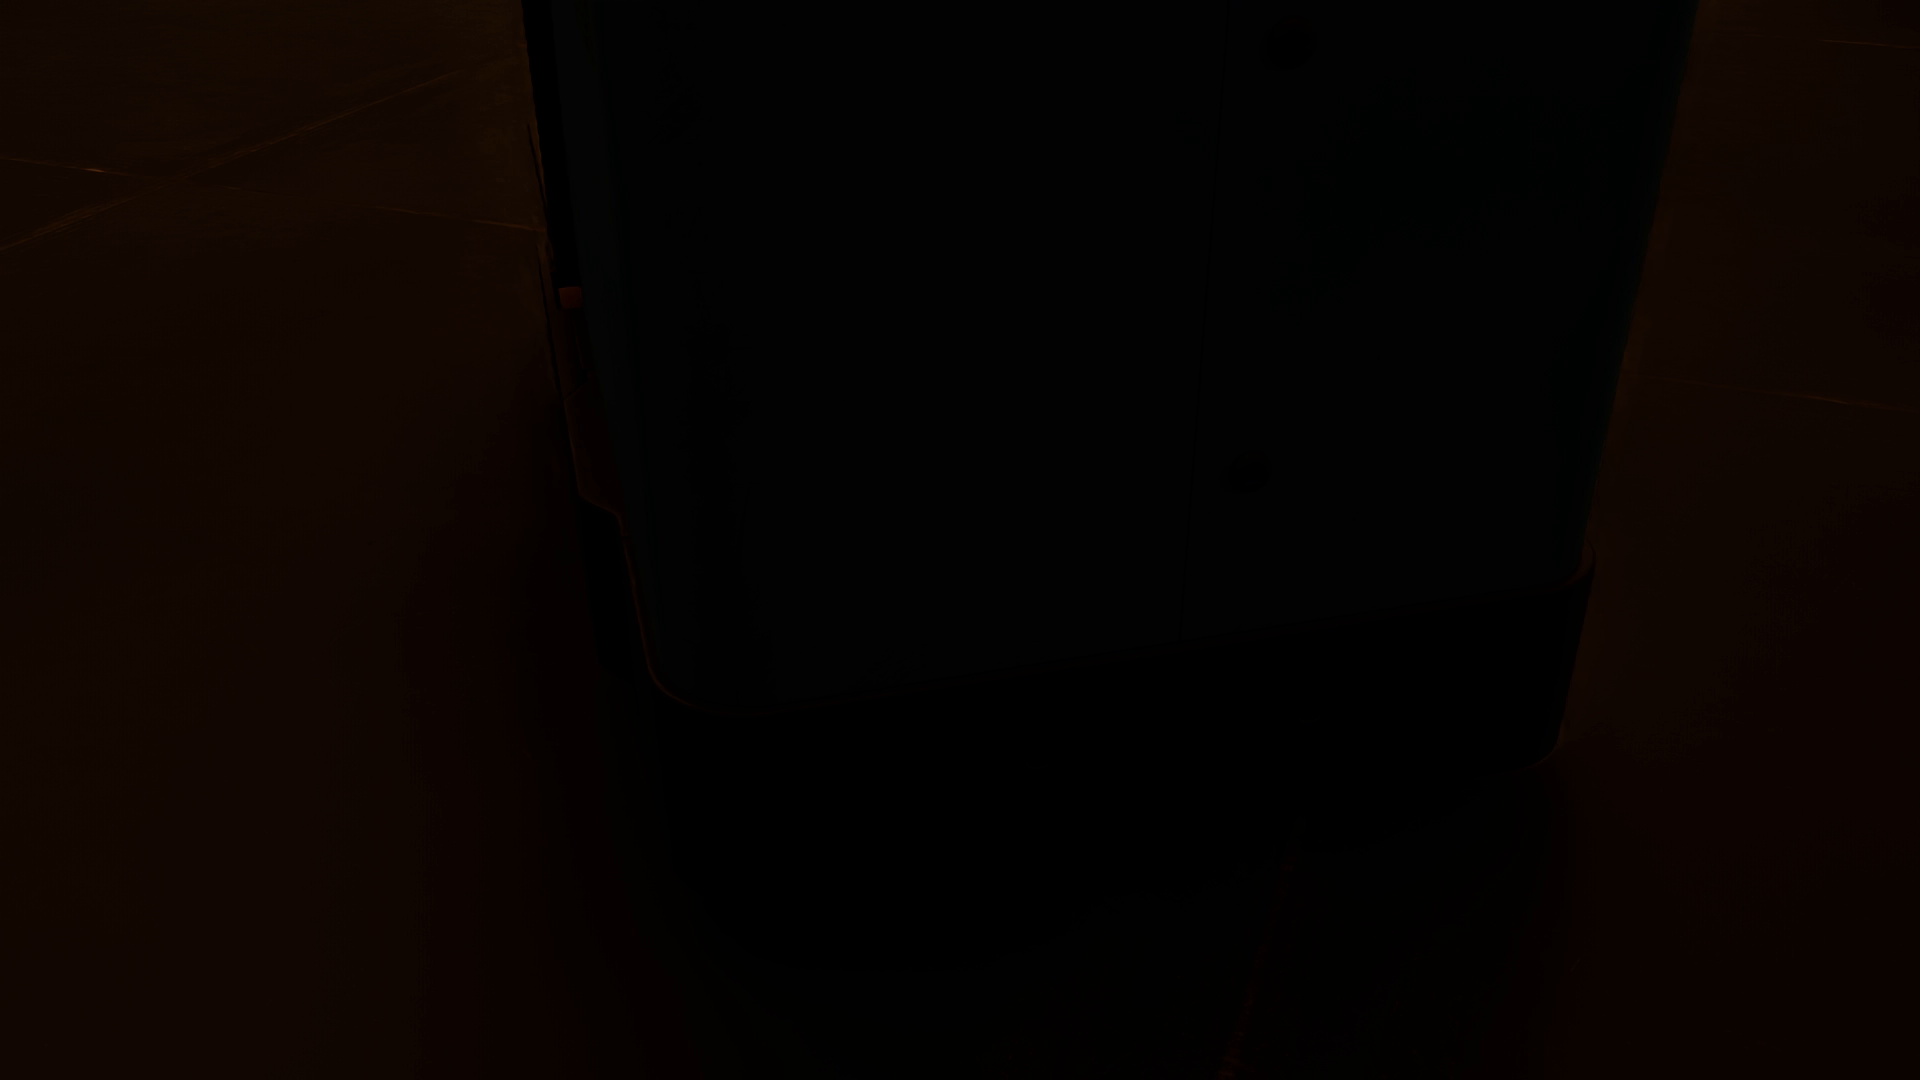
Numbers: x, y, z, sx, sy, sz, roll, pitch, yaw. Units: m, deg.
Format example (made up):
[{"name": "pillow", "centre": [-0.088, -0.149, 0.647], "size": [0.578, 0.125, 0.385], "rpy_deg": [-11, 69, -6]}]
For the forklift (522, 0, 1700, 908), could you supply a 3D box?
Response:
[{"name": "forklift", "centre": [-0.179, -1.614, 2.375], "size": [1.130, 2.935, 3.031], "rpy_deg": [-8, 30, -13]}]
